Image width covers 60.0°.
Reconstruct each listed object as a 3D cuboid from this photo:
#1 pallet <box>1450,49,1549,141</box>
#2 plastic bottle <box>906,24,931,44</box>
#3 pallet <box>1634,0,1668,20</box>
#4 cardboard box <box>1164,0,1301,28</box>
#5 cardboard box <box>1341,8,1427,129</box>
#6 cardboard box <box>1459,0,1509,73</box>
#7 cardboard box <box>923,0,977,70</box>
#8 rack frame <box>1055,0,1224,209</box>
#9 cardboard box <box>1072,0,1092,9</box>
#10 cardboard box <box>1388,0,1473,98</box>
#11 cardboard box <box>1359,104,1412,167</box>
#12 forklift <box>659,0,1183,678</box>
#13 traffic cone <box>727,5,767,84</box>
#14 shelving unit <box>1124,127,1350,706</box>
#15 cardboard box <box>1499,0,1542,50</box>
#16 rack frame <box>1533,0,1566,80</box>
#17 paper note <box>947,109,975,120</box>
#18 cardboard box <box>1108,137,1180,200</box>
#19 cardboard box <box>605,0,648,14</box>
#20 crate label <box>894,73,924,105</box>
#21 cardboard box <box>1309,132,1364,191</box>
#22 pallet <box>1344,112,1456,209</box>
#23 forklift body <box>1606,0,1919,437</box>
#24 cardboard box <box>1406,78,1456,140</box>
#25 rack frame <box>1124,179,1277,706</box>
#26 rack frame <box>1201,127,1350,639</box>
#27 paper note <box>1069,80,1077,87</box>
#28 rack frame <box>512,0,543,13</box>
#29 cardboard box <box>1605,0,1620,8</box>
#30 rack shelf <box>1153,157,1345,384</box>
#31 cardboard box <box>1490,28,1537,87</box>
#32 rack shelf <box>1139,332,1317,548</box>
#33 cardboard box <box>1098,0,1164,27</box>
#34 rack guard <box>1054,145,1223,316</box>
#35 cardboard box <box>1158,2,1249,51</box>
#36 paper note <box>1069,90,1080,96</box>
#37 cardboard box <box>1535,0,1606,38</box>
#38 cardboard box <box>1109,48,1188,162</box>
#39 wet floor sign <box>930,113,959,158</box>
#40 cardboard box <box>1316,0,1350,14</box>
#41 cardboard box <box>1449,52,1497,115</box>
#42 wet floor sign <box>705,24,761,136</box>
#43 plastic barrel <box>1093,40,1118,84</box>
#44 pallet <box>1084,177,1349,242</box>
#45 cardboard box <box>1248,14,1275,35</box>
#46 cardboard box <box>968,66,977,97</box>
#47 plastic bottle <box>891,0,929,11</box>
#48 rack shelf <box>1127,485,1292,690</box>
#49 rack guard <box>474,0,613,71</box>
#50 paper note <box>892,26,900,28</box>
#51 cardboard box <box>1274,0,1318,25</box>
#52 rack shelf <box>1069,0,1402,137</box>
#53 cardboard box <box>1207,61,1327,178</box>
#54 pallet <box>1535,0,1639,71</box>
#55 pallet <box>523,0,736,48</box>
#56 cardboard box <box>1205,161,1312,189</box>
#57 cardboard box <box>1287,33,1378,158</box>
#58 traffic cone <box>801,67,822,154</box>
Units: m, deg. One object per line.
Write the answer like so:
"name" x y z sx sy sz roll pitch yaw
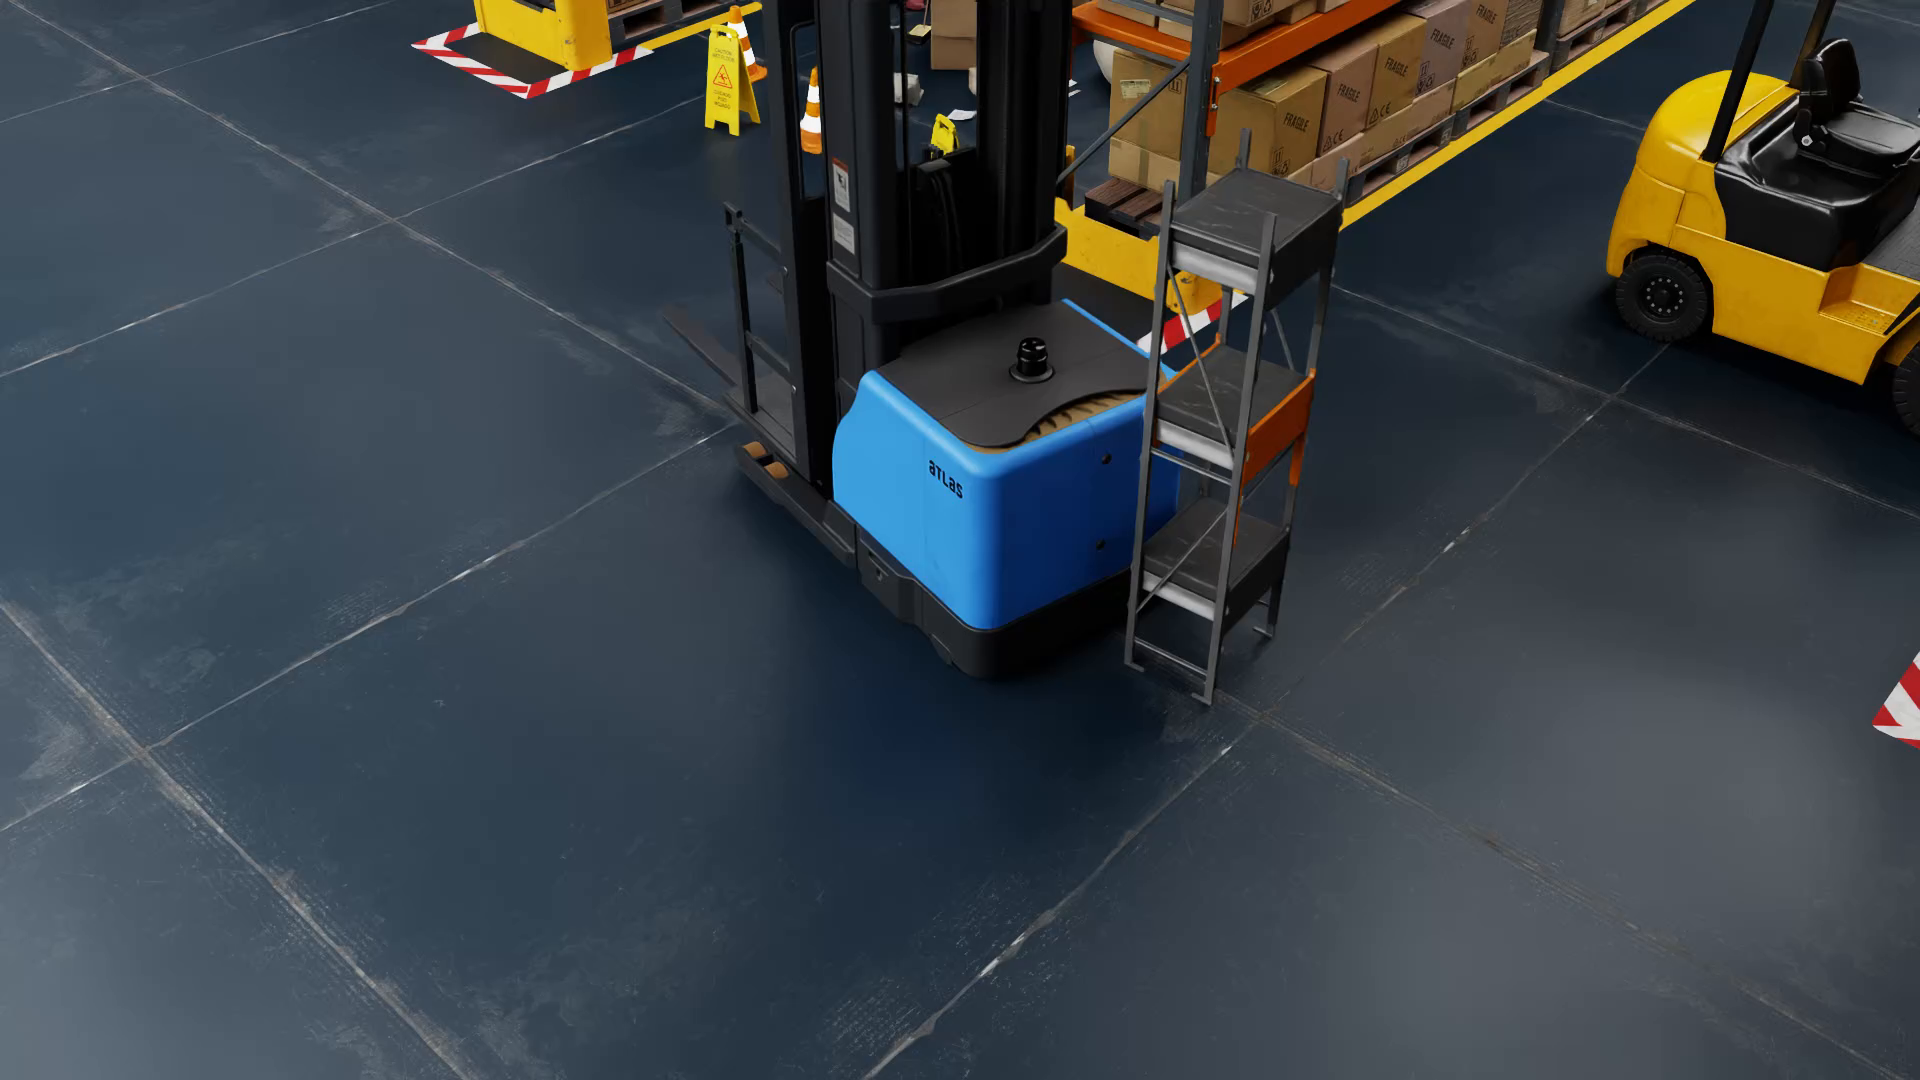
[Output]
"pallet" 3.109 -3.048 10.913 1.003 0.211 1.213 30 47 32
"plastic bottle" -0.273 -3.568 11.688 0.133 0.061 0.283 14 41 17
"pallet" 4.883 -4.292 12.479 1.003 0.211 1.213 30 47 32
"cardboard box" 1.362 -2.882 8.144 0.500 0.500 0.500 29 47 31
"cardboard box" 2.296 -2.741 9.556 0.500 0.500 0.500 31 48 33
"cardboard box" 2.993 -3.225 10.165 0.500 0.500 0.500 31 48 33
"cardboard box" 0.154 -3.518 11.270 0.797 0.503 0.637 2 39 2
"rack frame" 0.838 -2.625 8.141 1.000 3.000 0.127 30 47 32
"cardboard box" 0.779 -4.004 11.772 0.797 0.637 0.503 30 47 32
"cardboard box" 2.650 -2.990 9.870 0.500 0.500 0.500 -31 48 -33
"cardboard box" 2.295 -2.455 9.799 0.500 0.250 0.500 -31 48 -33
"forklift" -0.370 -1.486 6.763 1.130 2.935 3.031 -24 44 -27
"traffic cone" -1.478 -3.312 11.043 0.336 0.463 0.334 30 47 32
"shelving unit" 0.966 -0.378 6.038 0.431 2.100 0.503 26 45 28
"cardboard box" 3.335 -3.460 10.460 0.500 0.500 0.500 29 47 31
"rack frame" 3.536 -4.462 10.452 1.000 3.000 0.127 30 47 32
"paper note" 0.006 -2.733 10.662 0.148 0.019 0.142 14 41 17
"cardboard box" 1.201 -2.208 9.489 0.500 0.250 0.500 29 47 32
"cardboard box" -2.476 -4.329 11.654 0.875 0.875 0.875 30 47 32
"crate label" -0.389 -2.941 10.838 0.250 0.136 0.298 8 39 10
"cardboard box" 1.936 -2.199 9.477 0.500 0.250 0.500 31 48 33
"pallet" 2.286 -2.485 10.205 1.003 0.211 1.213 30 47 32
"forklift body" 4.437 -1.847 7.845 2.313 2.155 1.214 30 47 32
"cardboard box" 2.637 -2.686 10.089 0.500 0.250 0.500 30 48 32
"rack frame" 0.817 -0.258 5.886 0.400 2.100 0.015 26 45 28
"rack frame" 1.114 -0.499 6.190 0.400 2.100 0.015 26 45 28
"paper note" 0.690 -3.056 11.077 0.142 0.019 0.148 -18 42 -21
"rack frame" -2.884 -4.657 10.696 1.000 3.000 0.127 30 47 32
"cardboard box" 4.371 -4.172 11.861 0.625 0.372 0.950 -31 48 -33
"rack shelf" 0.966 -0.915 5.610 0.431 0.518 0.480 26 45 28
"cardboard box" 3.336 -3.166 10.693 0.500 0.250 0.500 -32 48 -34
"rack shelf" 0.966 -0.367 6.047 0.431 0.518 0.480 26 45 28
"cardboard box" 0.932 -2.788 8.548 0.380 0.149 0.250 31 48 33
"rack guard" 0.889 -1.681 8.963 1.175 0.500 0.348 30 47 32
"cardboard box" 1.220 -2.596 8.306 0.380 0.149 0.250 30 47 32
"paper note" 0.744 -2.941 10.941 0.032 0.001 0.123 30 47 32
"cardboard box" 3.888 -3.840 11.443 0.950 0.372 0.625 30 47 32
"cardboard box" 1.186 -2.484 9.233 0.500 0.500 0.500 30 47 32
"wet floor sign" -0.080 -2.065 9.329 0.232 0.644 0.267 -18 42 -21
"cardboard box" 1.823 -2.903 8.692 0.380 0.149 0.250 30 48 32
"cardboard box" 2.984 -2.917 10.381 0.500 0.250 0.500 28 46 31
"wet floor sign" -1.442 -2.891 10.367 0.267 0.644 0.232 22 43 25
"plastic barrel" 1.114 -3.201 10.936 0.421 0.421 0.512 -5 39 -6
"pallet" 1.463 -1.927 9.503 1.003 0.211 1.213 30 47 32
"cardboard box" 1.379 -2.718 8.459 0.380 0.149 0.250 30 48 32
"cardboard box" 0.230 -2.959 10.852 0.250 0.149 0.380 -11 40 -14
"plastic bottle" -0.350 -3.920 12.130 0.283 0.061 0.133 14 41 17
"rack shelf" 0.965 0.180 6.483 0.431 0.518 0.480 26 45 28
"rack guard" -2.901 -3.667 11.460 1.175 0.500 0.348 30 47 32
"paper note" -0.446 -3.652 11.835 0.123 0.001 0.032 -11 40 -14
"cardboard box" 1.618 -2.805 8.570 0.380 0.149 0.250 28 46 31
"rack shelf" 2.187 -3.262 9.520 1.077 0.370 4.000 30 47 32
"cardboard box" 1.602 -2.272 8.967 0.500 0.500 0.500 28 46 31
"pallet" 4.060 -3.729 11.770 1.003 0.211 1.213 30 47 32
"pallet" -2.403 -3.966 12.068 1.003 0.211 1.213 30 47 32
"cardboard box" 1.586 -1.967 9.186 0.500 0.250 0.500 29 47 32
"cardboard box" 1.951 -2.514 9.271 0.500 0.500 0.500 28 46 30
"traffic cone" -0.873 -2.681 10.250 0.336 0.463 0.334 30 47 32
